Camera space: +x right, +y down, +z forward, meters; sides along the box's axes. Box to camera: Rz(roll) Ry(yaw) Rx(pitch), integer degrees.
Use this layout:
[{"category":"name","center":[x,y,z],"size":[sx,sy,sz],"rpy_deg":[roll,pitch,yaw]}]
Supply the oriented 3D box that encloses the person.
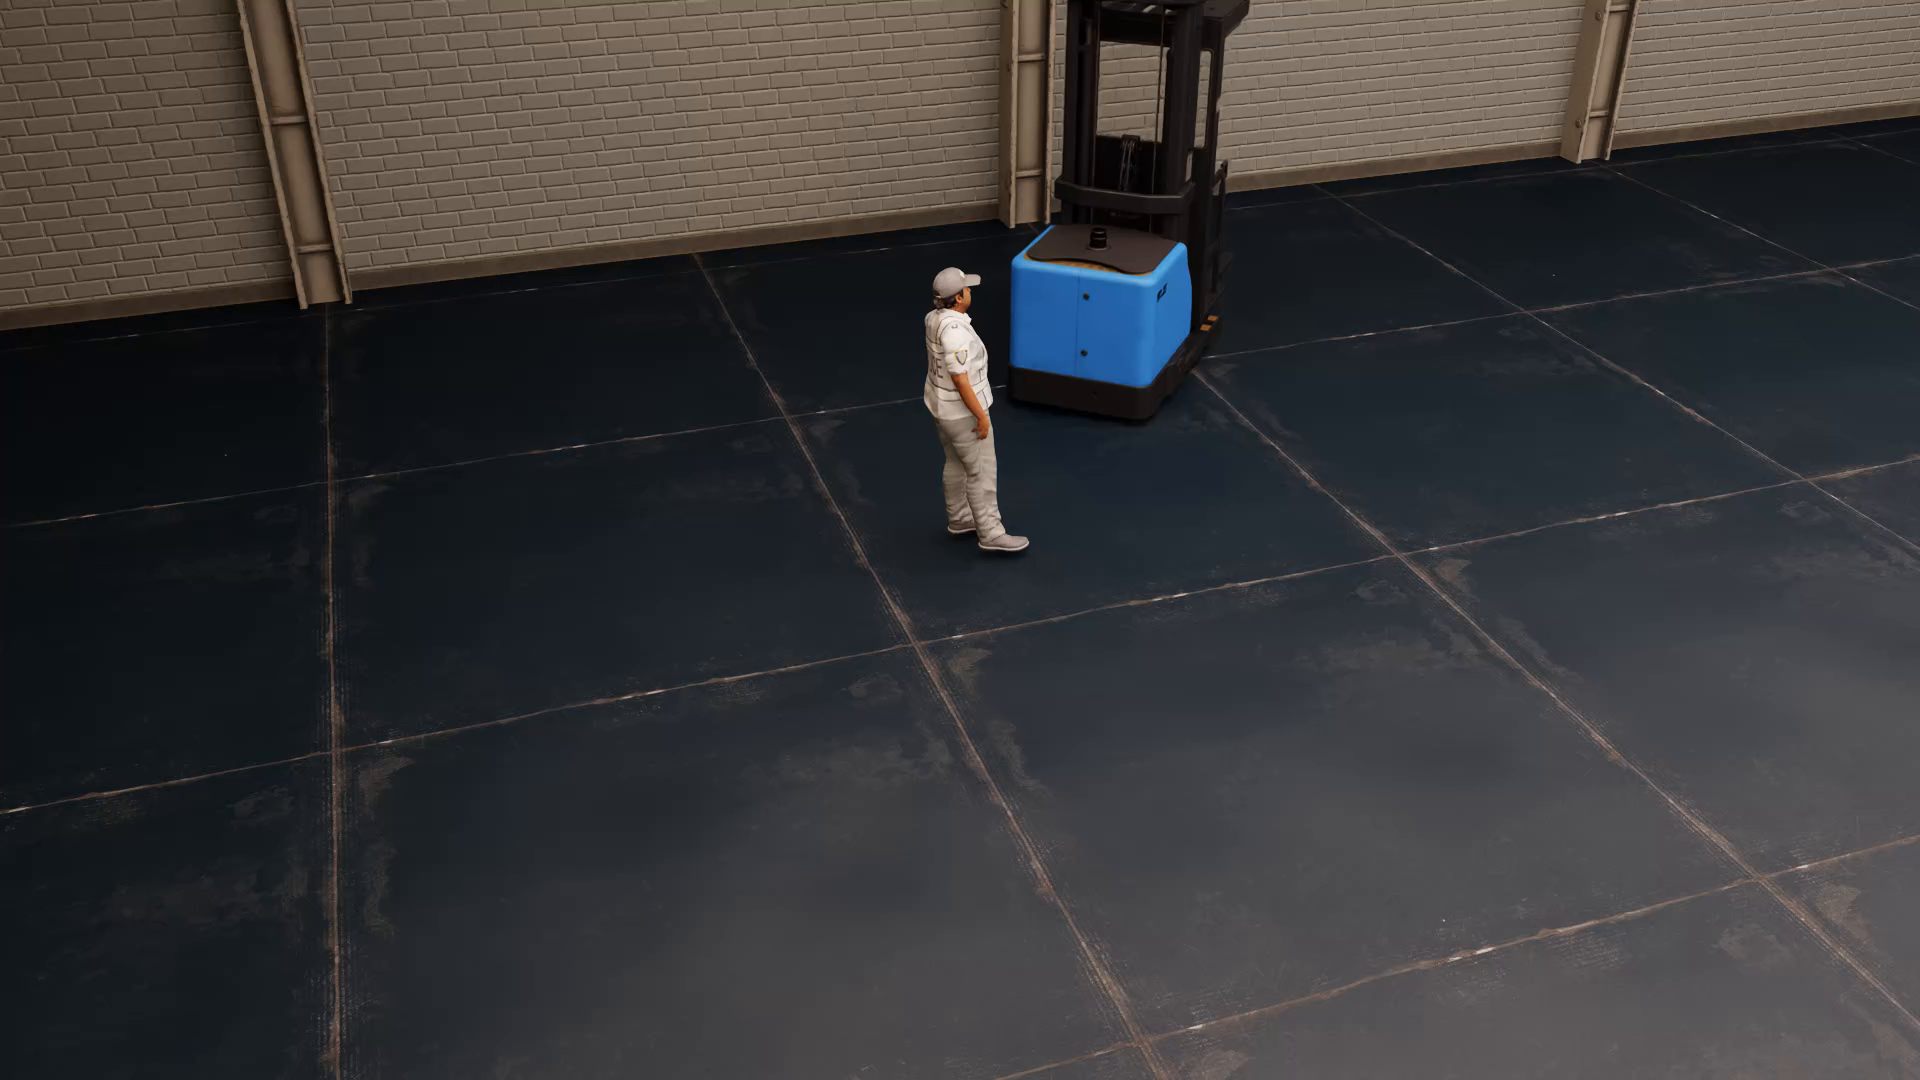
[{"category":"person","center":[0.080,-0.765,9.589],"size":[0.528,1.670,0.598],"rpy_deg":[-10,31,-16]}]

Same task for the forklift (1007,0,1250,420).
[{"category":"forklift","center":[1.362,-2.804,11.961],"size":[1.130,2.935,3.031],"rpy_deg":[12,32,19]}]
